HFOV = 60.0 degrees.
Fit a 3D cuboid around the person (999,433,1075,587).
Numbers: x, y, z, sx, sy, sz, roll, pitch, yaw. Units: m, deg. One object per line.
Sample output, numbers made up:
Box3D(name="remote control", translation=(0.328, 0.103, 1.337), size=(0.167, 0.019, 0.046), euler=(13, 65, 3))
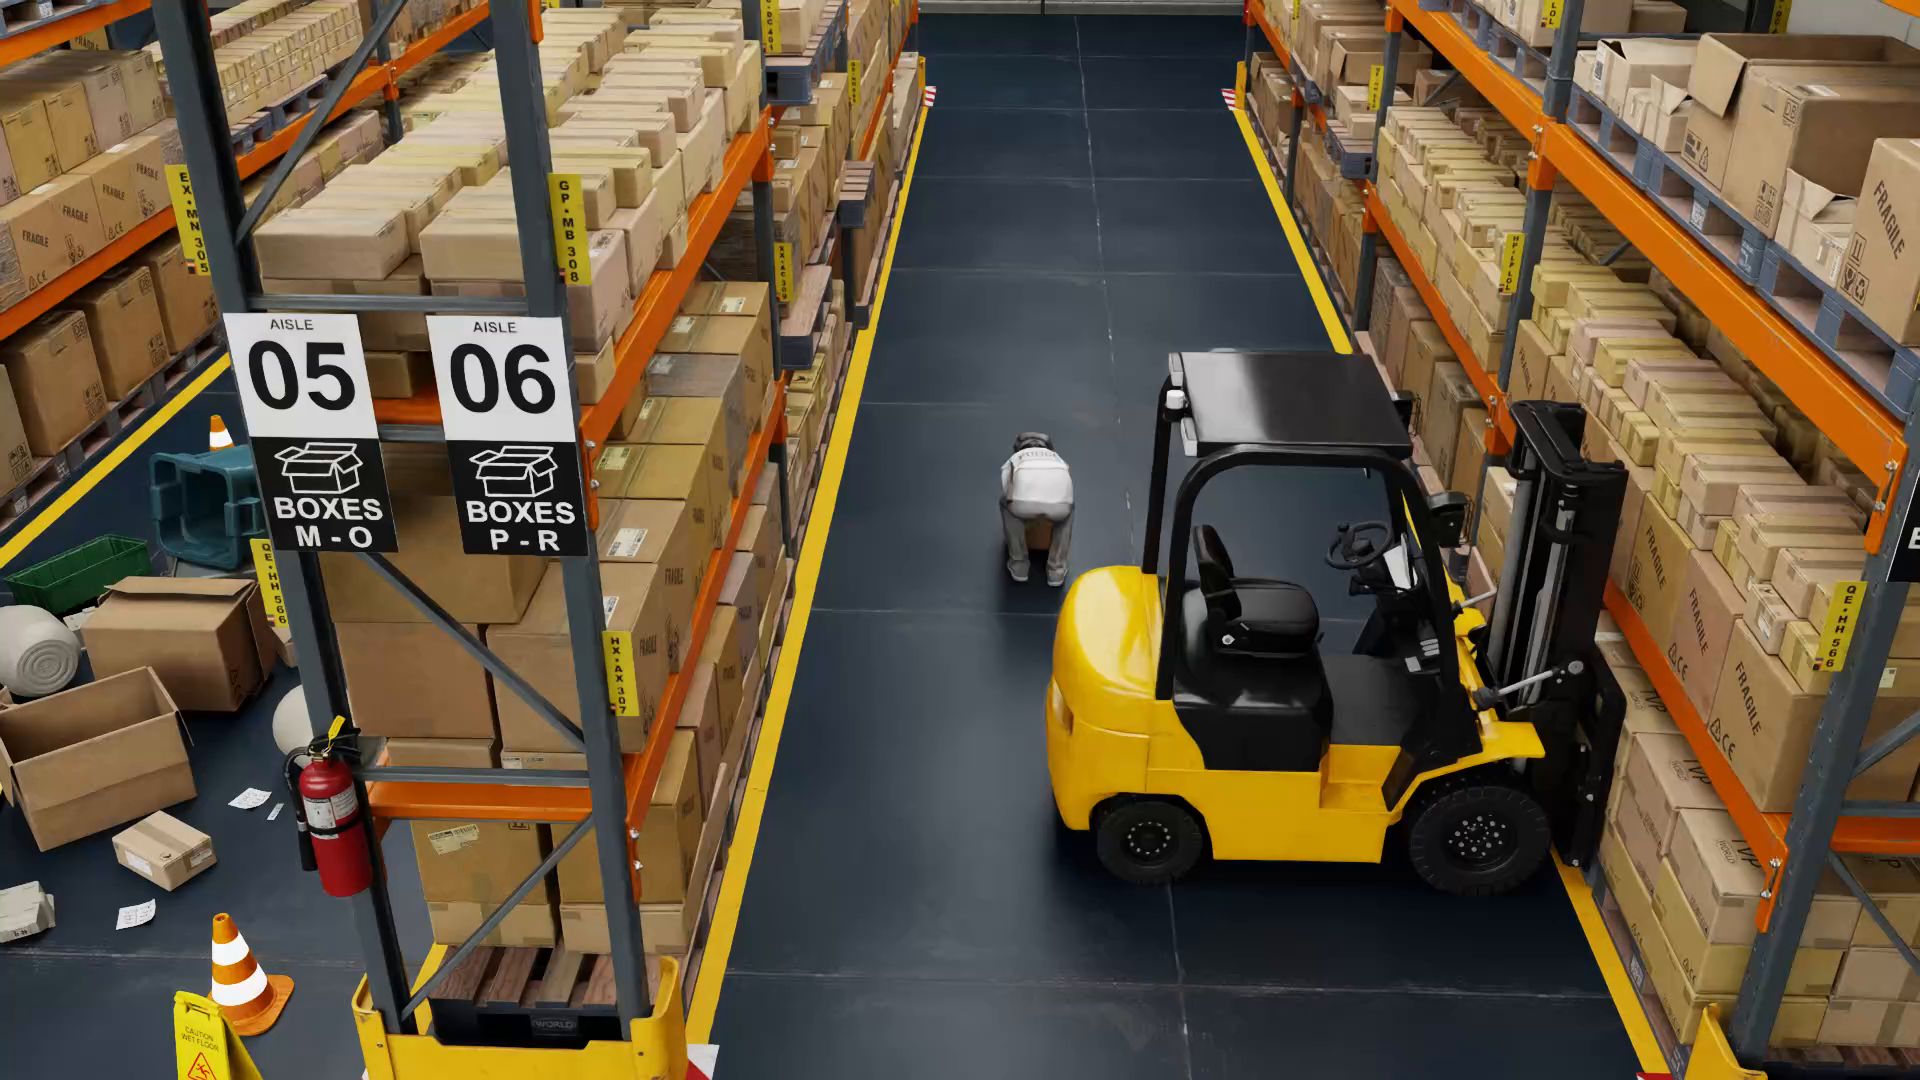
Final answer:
Box3D(name="person", translation=(0.459, -0.189, 9.922), size=(0.453, 0.813, 0.901), euler=(0, 28, 0))
